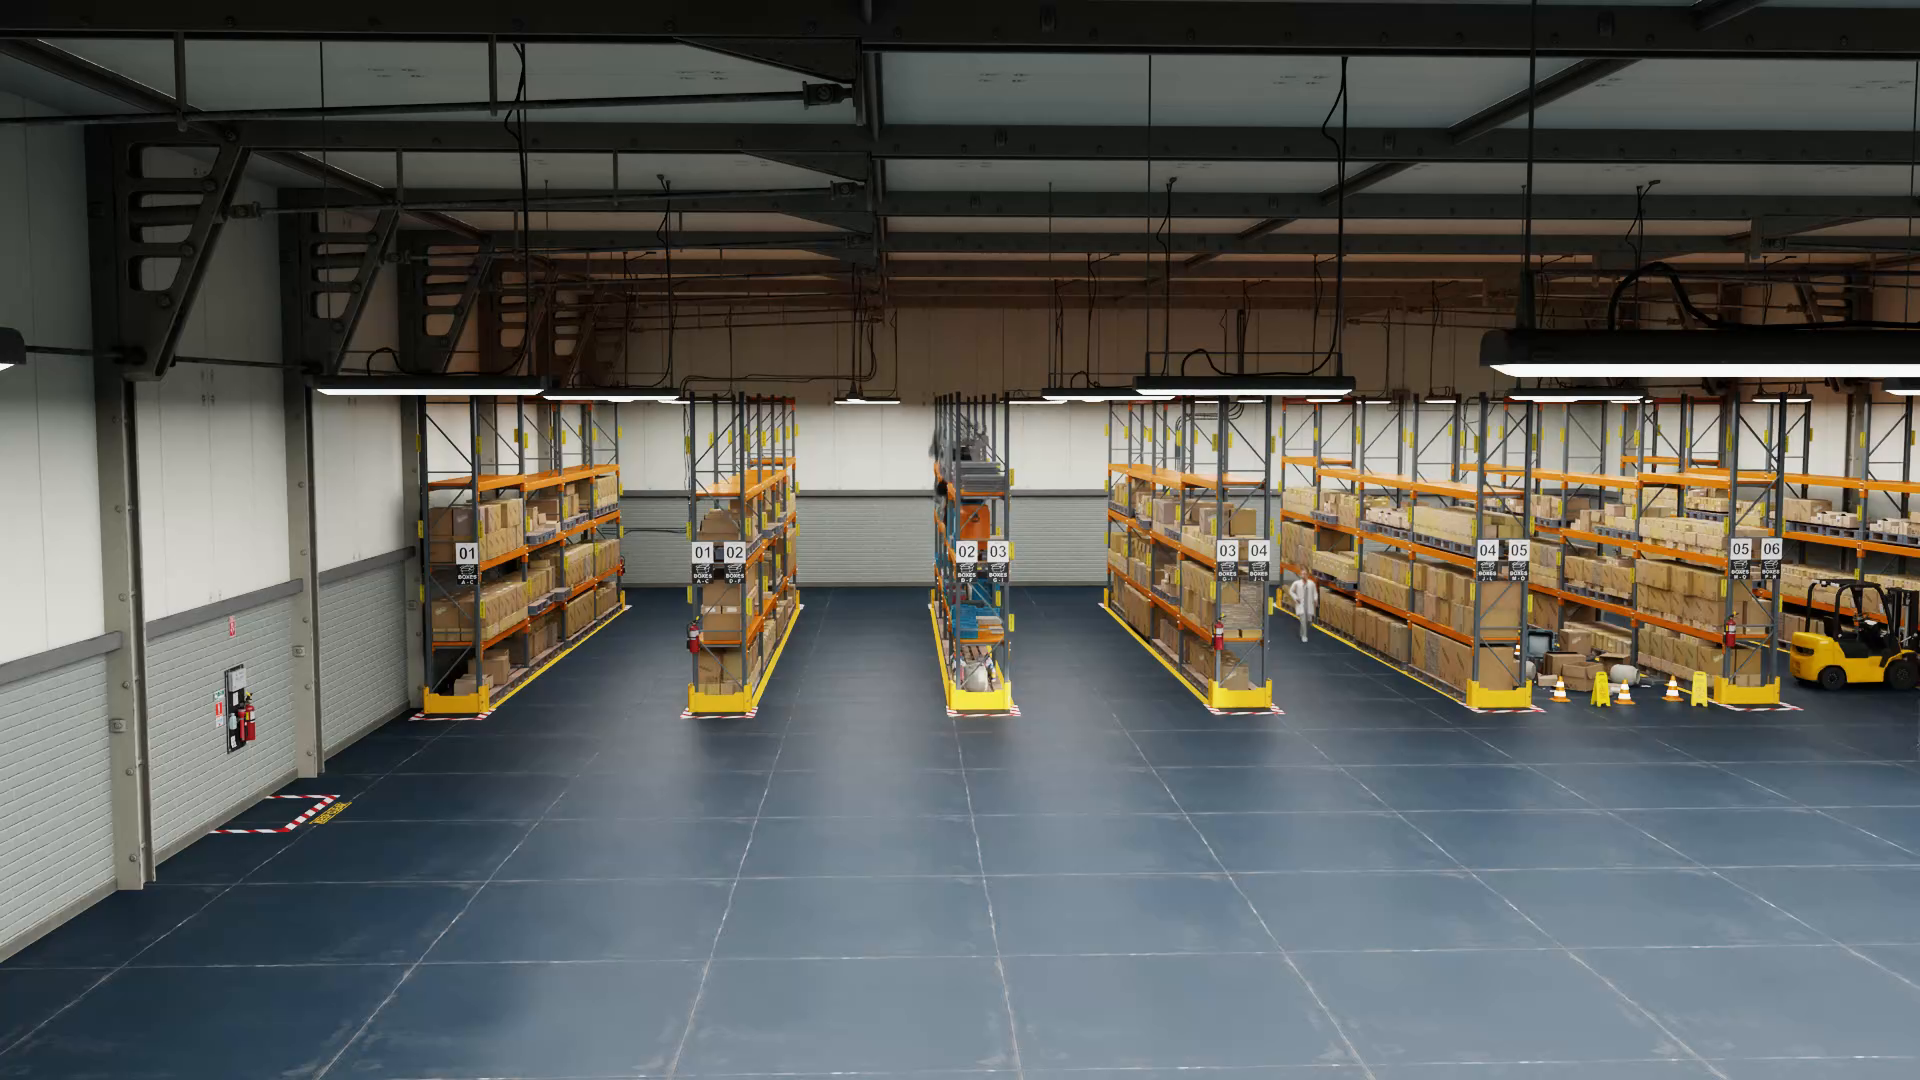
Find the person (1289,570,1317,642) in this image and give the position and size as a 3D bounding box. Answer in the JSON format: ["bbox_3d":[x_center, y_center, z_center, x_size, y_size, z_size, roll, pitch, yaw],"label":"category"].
[{"bbox_3d":[8.422,1.601,40.794,0.712,1.739,0.652,0,5,-3],"label":"person"}]
